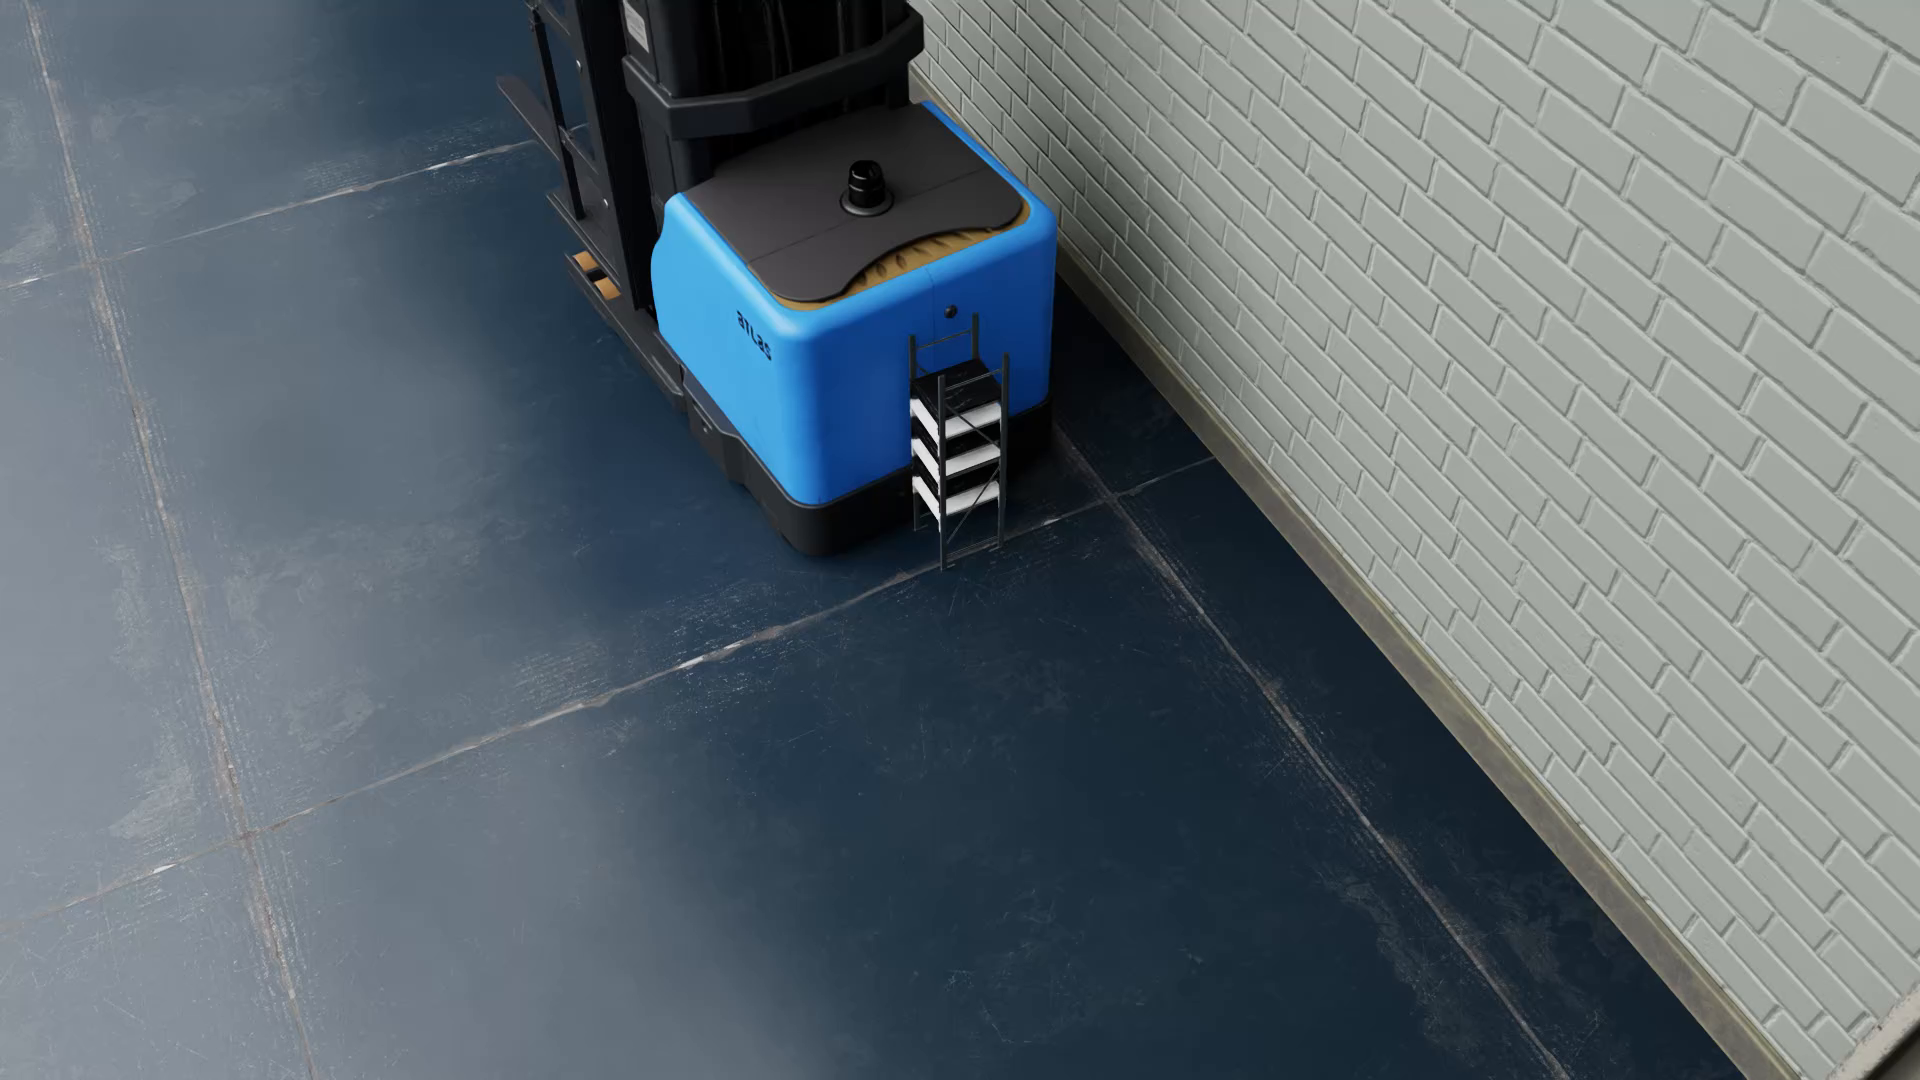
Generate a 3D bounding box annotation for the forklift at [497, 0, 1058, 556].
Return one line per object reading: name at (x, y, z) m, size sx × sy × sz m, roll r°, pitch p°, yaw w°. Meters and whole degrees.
forklift at (-0.901, -2.003, 5.555) m, size 1.130 × 2.935 × 3.031 m, roll -26°, pitch 54°, yaw -21°

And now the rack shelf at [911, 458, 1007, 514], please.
rack shelf at (-0.004, -0.221, 5.509) m, size 0.258 × 0.077 × 0.200 m, roll -21°, pitch 52°, yaw -18°

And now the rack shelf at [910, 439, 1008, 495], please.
rack shelf at (-0.004, -0.280, 5.441) m, size 0.258 × 0.077 × 0.200 m, roll -21°, pitch 52°, yaw -18°

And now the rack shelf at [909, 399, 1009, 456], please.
rack shelf at (-0.004, -0.398, 5.306) m, size 0.258 × 0.077 × 0.200 m, roll -21°, pitch 52°, yaw -18°

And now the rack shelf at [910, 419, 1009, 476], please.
rack shelf at (-0.004, -0.339, 5.373) m, size 0.258 × 0.077 × 0.200 m, roll -21°, pitch 52°, yaw -18°

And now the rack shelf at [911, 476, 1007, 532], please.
rack shelf at (-0.004, -0.161, 5.577) m, size 0.258 × 0.077 × 0.200 m, roll -21°, pitch 52°, yaw -18°

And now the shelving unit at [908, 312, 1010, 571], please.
shelving unit at (-0.004, -0.302, 5.416) m, size 0.258 × 0.900 × 0.210 m, roll -21°, pitch 52°, yaw -18°

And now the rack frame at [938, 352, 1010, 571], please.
rack frame at (0.043, -0.234, 5.357) m, size 0.240 × 0.900 × 0.006 m, roll -21°, pitch 52°, yaw -18°

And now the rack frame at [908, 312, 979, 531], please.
rack frame at (-0.050, -0.370, 5.476) m, size 0.240 × 0.900 × 0.006 m, roll -21°, pitch 52°, yaw -18°

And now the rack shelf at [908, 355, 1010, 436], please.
rack shelf at (-0.004, -0.458, 5.238) m, size 0.258 × 0.077 × 0.200 m, roll -21°, pitch 52°, yaw -18°
